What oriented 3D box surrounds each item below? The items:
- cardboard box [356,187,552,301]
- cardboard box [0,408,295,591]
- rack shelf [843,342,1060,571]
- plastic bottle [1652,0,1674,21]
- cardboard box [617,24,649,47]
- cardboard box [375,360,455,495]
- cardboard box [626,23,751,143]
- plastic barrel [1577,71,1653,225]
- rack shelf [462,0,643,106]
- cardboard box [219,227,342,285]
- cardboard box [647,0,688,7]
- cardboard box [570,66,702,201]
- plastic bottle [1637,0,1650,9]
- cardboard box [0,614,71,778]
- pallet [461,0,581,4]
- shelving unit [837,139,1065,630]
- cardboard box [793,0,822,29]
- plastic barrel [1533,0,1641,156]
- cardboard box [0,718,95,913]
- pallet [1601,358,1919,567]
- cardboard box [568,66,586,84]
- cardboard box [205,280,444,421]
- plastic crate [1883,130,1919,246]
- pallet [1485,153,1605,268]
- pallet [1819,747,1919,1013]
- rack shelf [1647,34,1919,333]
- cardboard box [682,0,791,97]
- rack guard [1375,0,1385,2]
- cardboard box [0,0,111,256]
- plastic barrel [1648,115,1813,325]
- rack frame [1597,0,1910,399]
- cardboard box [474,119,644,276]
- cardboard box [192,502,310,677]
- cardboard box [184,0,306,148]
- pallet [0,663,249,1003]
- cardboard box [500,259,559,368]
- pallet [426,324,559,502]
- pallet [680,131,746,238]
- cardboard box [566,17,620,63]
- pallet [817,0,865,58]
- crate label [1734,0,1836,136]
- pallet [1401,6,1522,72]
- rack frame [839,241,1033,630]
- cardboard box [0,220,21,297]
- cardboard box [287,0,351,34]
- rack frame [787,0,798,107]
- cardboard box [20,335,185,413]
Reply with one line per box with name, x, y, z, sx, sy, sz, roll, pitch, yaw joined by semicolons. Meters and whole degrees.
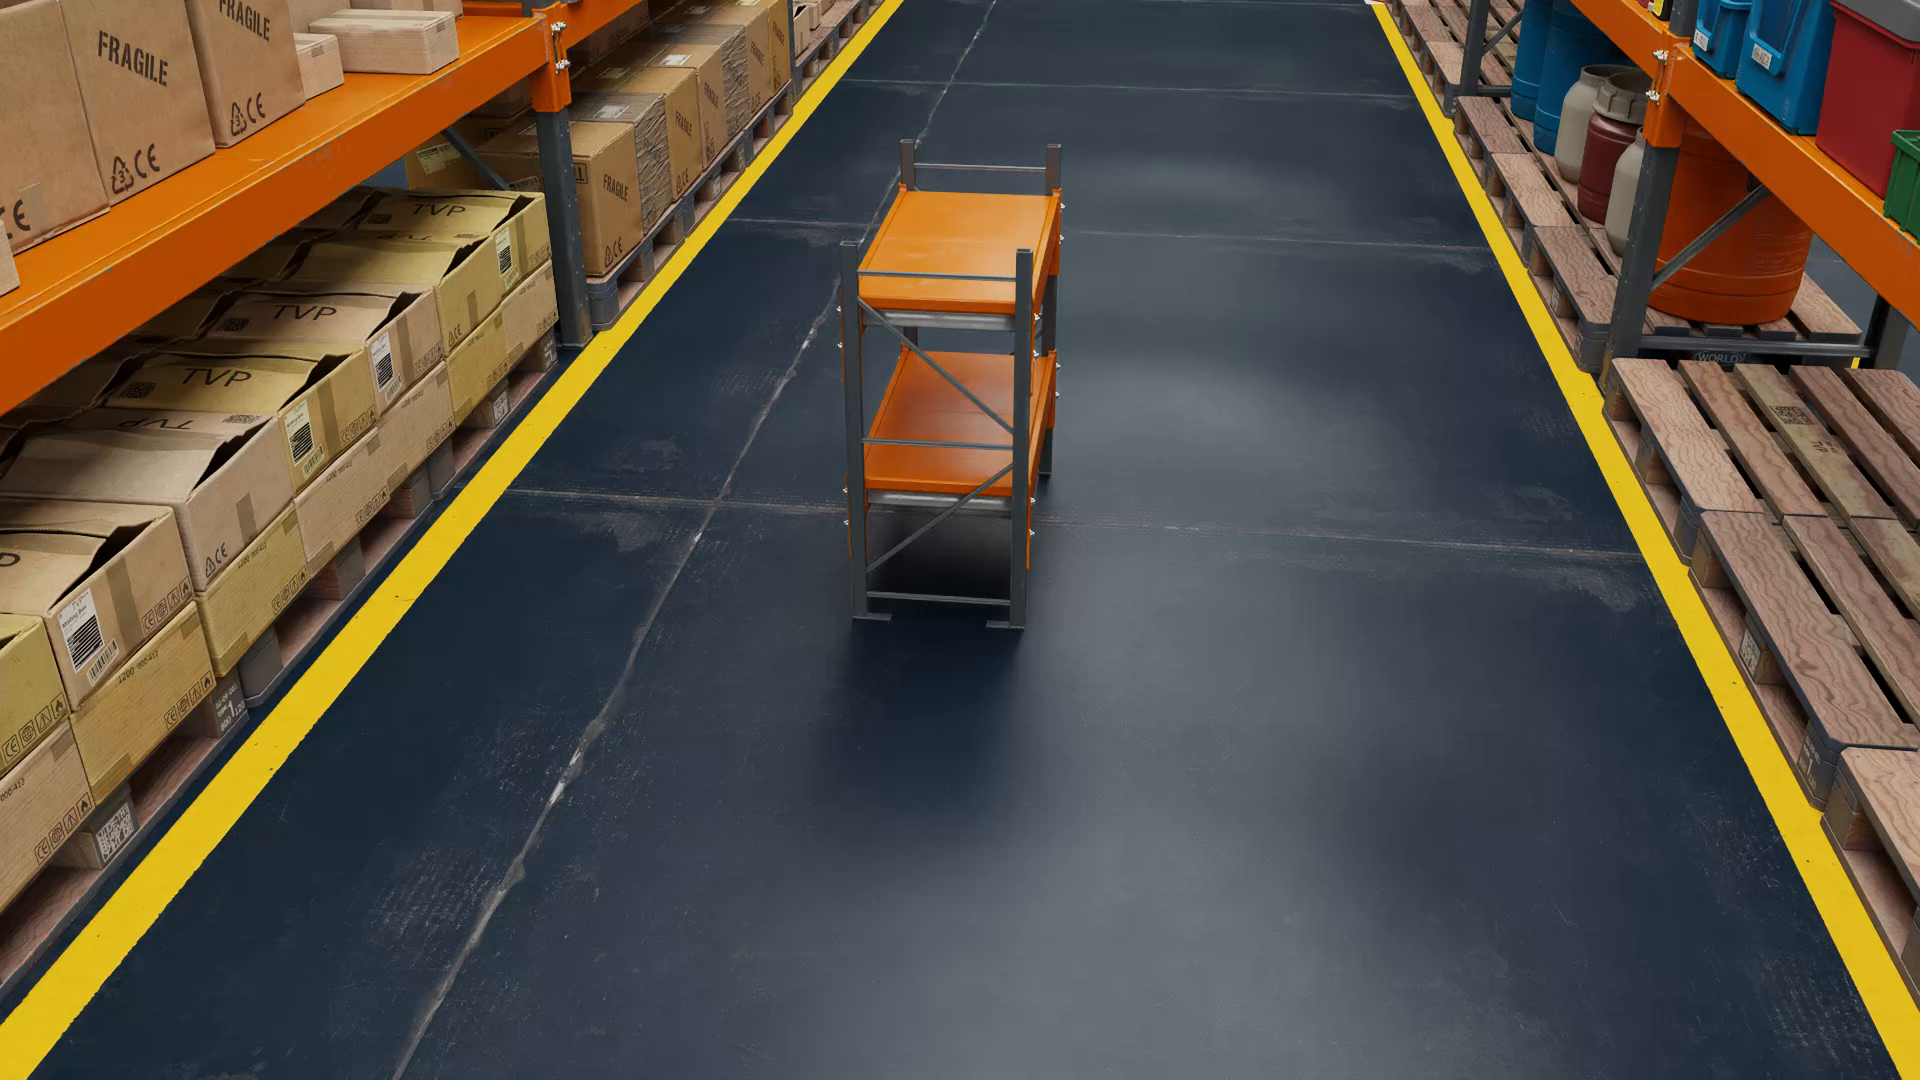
cardboard box;-1.816;-1.100;5.995;0.500;0.311;0.500;4;29;8
cardboard box;-2.060;-0.137;4.207;0.500;0.311;0.500;2;28;5
rack shelf;0.001;-0.283;5.105;0.538;0.278;1.000;3;28;6
plastic bottle;2.546;-2.014;5.949;0.061;0.283;0.133;3;28;6
cardboard box;-1.930;-2.416;8.743;0.500;0.500;0.500;4;29;7
cardboard box;-1.943;-0.373;5.236;0.500;0.250;0.500;4;29;7
cardboard box;-1.413;-2.399;8.712;0.500;0.500;0.500;4;29;7
plastic barrel;3.101;-1.736;7.410;0.600;0.588;0.708;3;28;6
rack shelf;-1.751;-2.765;7.977;1.077;0.370;4.000;3;28;6
cardboard box;-2.408;-0.884;5.593;0.500;0.311;0.500;3;28;5
cardboard box;-1.807;-2.902;9.646;0.500;0.500;0.500;2;28;4
cardboard box;-1.532;-1.913;7.810;0.500;0.500;0.500;3;28;6
plastic bottle;2.574;-2.123;6.151;0.061;0.283;0.133;3;28;6
cardboard box;-2.188;0.342;3.318;0.500;0.311;0.500;3;29;6
pallet;-1.983;-2.379;6.705;1.213;0.211;1.003;3;28;6
shelving unit;0.001;-0.498;4.989;0.538;1.125;1.048;3;28;6
cardboard box;-1.144;-3.562;11.222;0.380;0.166;0.250;3;28;6
plastic barrel;3.239;-2.406;8.323;0.600;0.901;0.708;3;28;6
cardboard box;-2.191;0.593;3.443;0.500;0.250;0.500;3;28;5
pallet;2.786;-0.260;5.510;1.003;0.211;1.213;3;28;6
cardboard box;-2.051;-1.931;7.842;0.500;0.500;0.500;2;28;4
cardboard box;-1.938;-0.618;5.099;0.500;0.311;0.500;3;28;6
plastic crate;2.362;-0.710;3.629;0.450;0.188;0.662;3;28;6
pallet;3.127;-1.569;7.939;1.003;0.211;1.213;3;28;6
pallet;2.487;0.888;3.379;1.003;0.211;1.213;3;28;6
rack shelf;2.674;-0.592;3.945;1.077;0.370;4.000;3;28;6
cardboard box;-1.282;-2.867;9.581;0.500;0.500;0.500;3;28;6
rack guard;3.890;-4.528;13.127;1.175;0.500;0.348;3;28;6
cardboard box;-2.311;-0.910;3.670;0.500;0.500;0.500;5;29;10
plastic barrel;2.962;-1.311;6.366;0.600;0.830;0.708;3;28;6
rack frame;2.919;-1.850;5.522;1.000;3.000;0.127;3;28;6
cardboard box;-1.657;-1.431;6.915;0.500;0.500;0.500;5;29;8
cardboard box;-2.066;0.109;4.342;0.500;0.250;0.500;3;28;5
cardboard box;-2.186;-1.393;4.568;0.500;0.500;0.500;2;28;3
pallet;-2.435;0.622;3.874;1.003;0.211;1.213;3;28;6
cardboard box;-1.819;-0.852;6.126;0.500;0.250;0.500;4;29;7
pallet;-2.136;-0.527;6.006;1.003;0.211;1.213;3;28;6
pallet;-1.715;-1.834;8.432;1.003;0.211;1.213;3;28;6
cardboard box;-1.991;-2.526;8.156;0.500;0.250;0.500;3;28;5
pallet;-1.274;-3.694;11.885;1.003;0.211;1.213;3;28;6
crate label;2.529;-1.414;4.674;0.502;0.435;0.616;3;28;6
pallet;3.608;-3.430;11.394;1.003;0.211;1.213;3;28;6
rack frame;-0.061;-0.259;4.545;0.500;1.125;0.032;3;28;6
cardboard box;-2.175;-0.552;3.376;0.380;0.149;0.250;3;28;6
cardboard box;-2.298;-1.691;5.320;0.500;0.311;0.500;3;28;6
rack frame;-1.506;-4.023;9.554;1.000;3.000;0.127;3;28;6
cardboard box;-2.535;-0.402;4.698;0.500;0.311;0.500;3;28;6
